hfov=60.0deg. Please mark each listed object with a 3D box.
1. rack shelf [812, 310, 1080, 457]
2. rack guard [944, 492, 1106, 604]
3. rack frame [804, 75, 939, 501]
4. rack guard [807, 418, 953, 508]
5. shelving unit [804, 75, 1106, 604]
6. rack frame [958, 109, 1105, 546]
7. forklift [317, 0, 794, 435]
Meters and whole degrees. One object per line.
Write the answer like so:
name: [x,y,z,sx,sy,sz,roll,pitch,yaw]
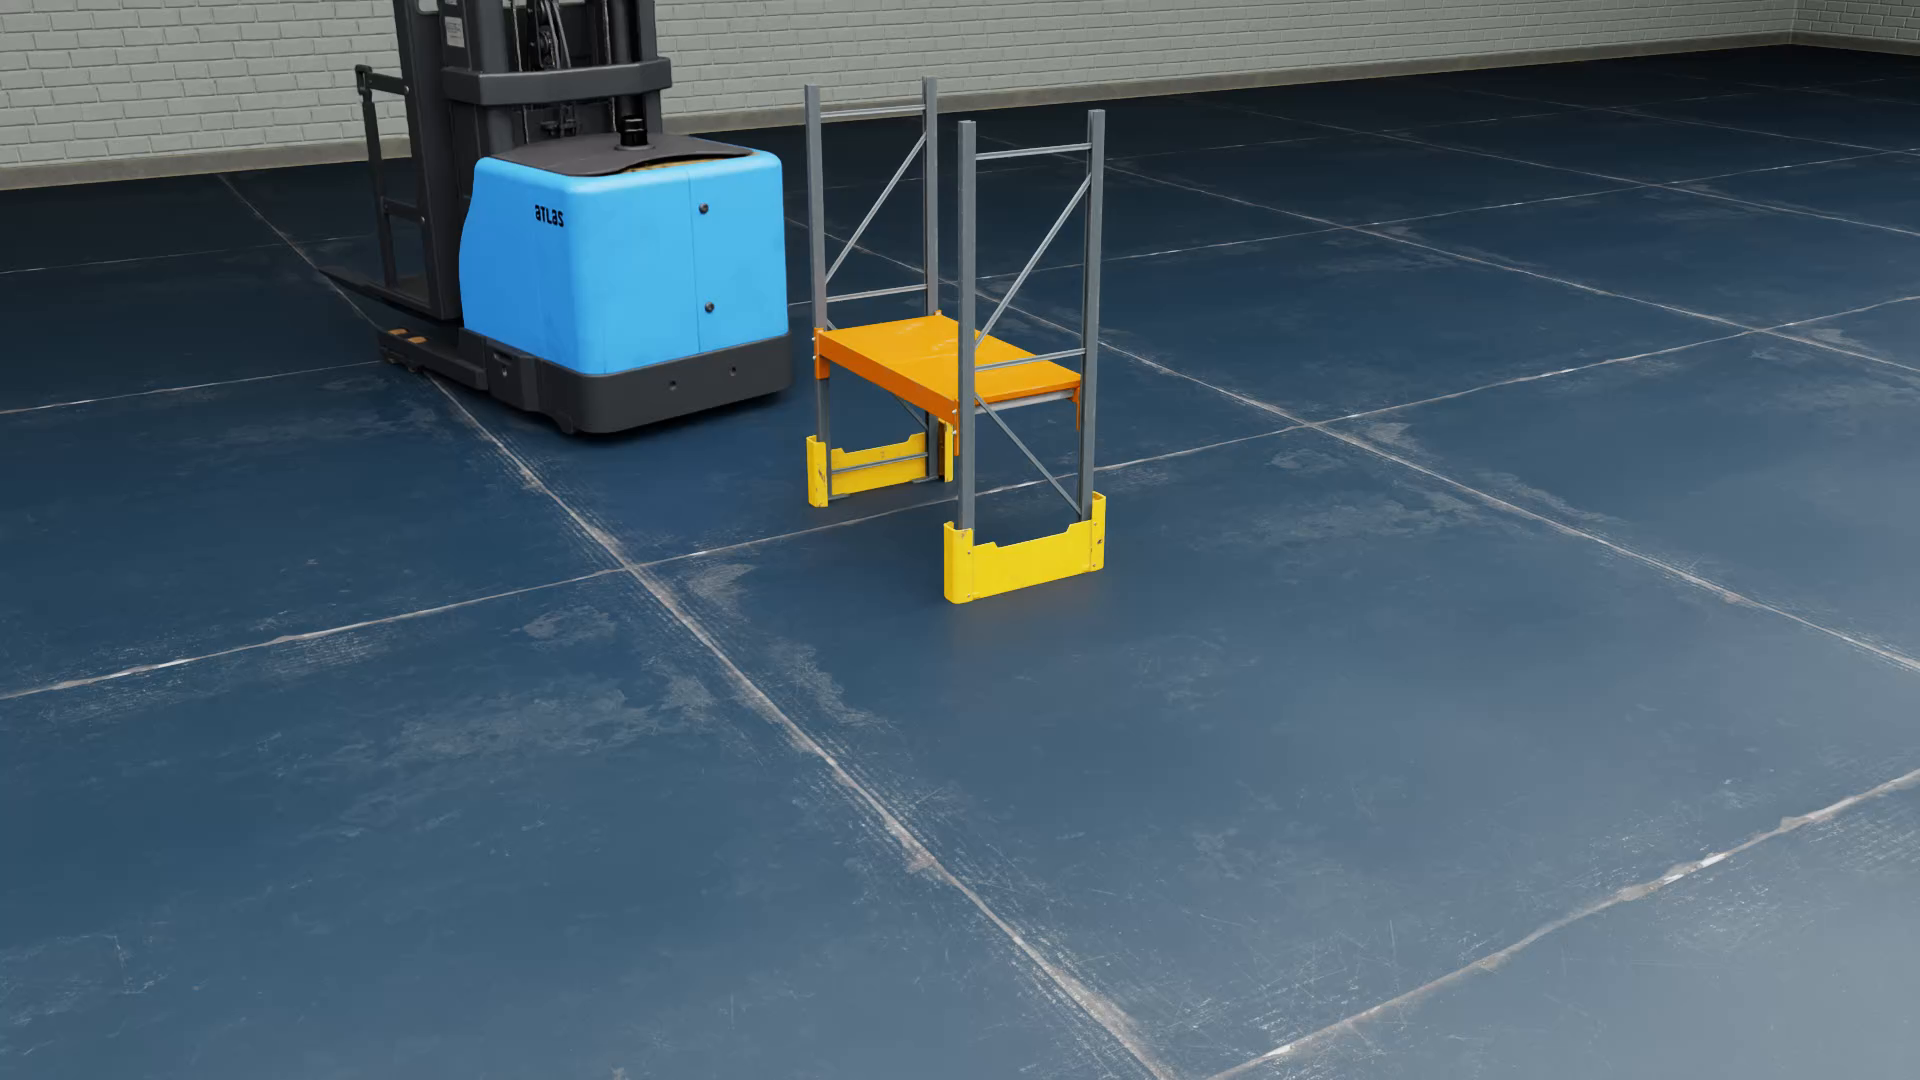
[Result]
rack shelf: [-0.044,-0.556,5.665,0.538,0.185,1.000,-13,25,-28]
rack guard: [0.215,0.021,5.428,0.587,0.250,0.087,-13,25,-28]
rack frame: [-0.303,-0.887,6.002,0.500,1.500,0.032,-13,25,-28]
rack guard: [-0.293,-0.302,6.222,0.587,0.250,0.087,-13,25,-28]
shelving unit: [-0.039,-0.719,5.590,0.587,1.500,1.083,-13,25,-28]
rack frame: [0.216,-0.558,5.192,0.500,1.500,0.032,-13,25,-28]
forklift: [-2.102,-2.252,7.461,1.130,2.935,3.031,-19,29,-39]
